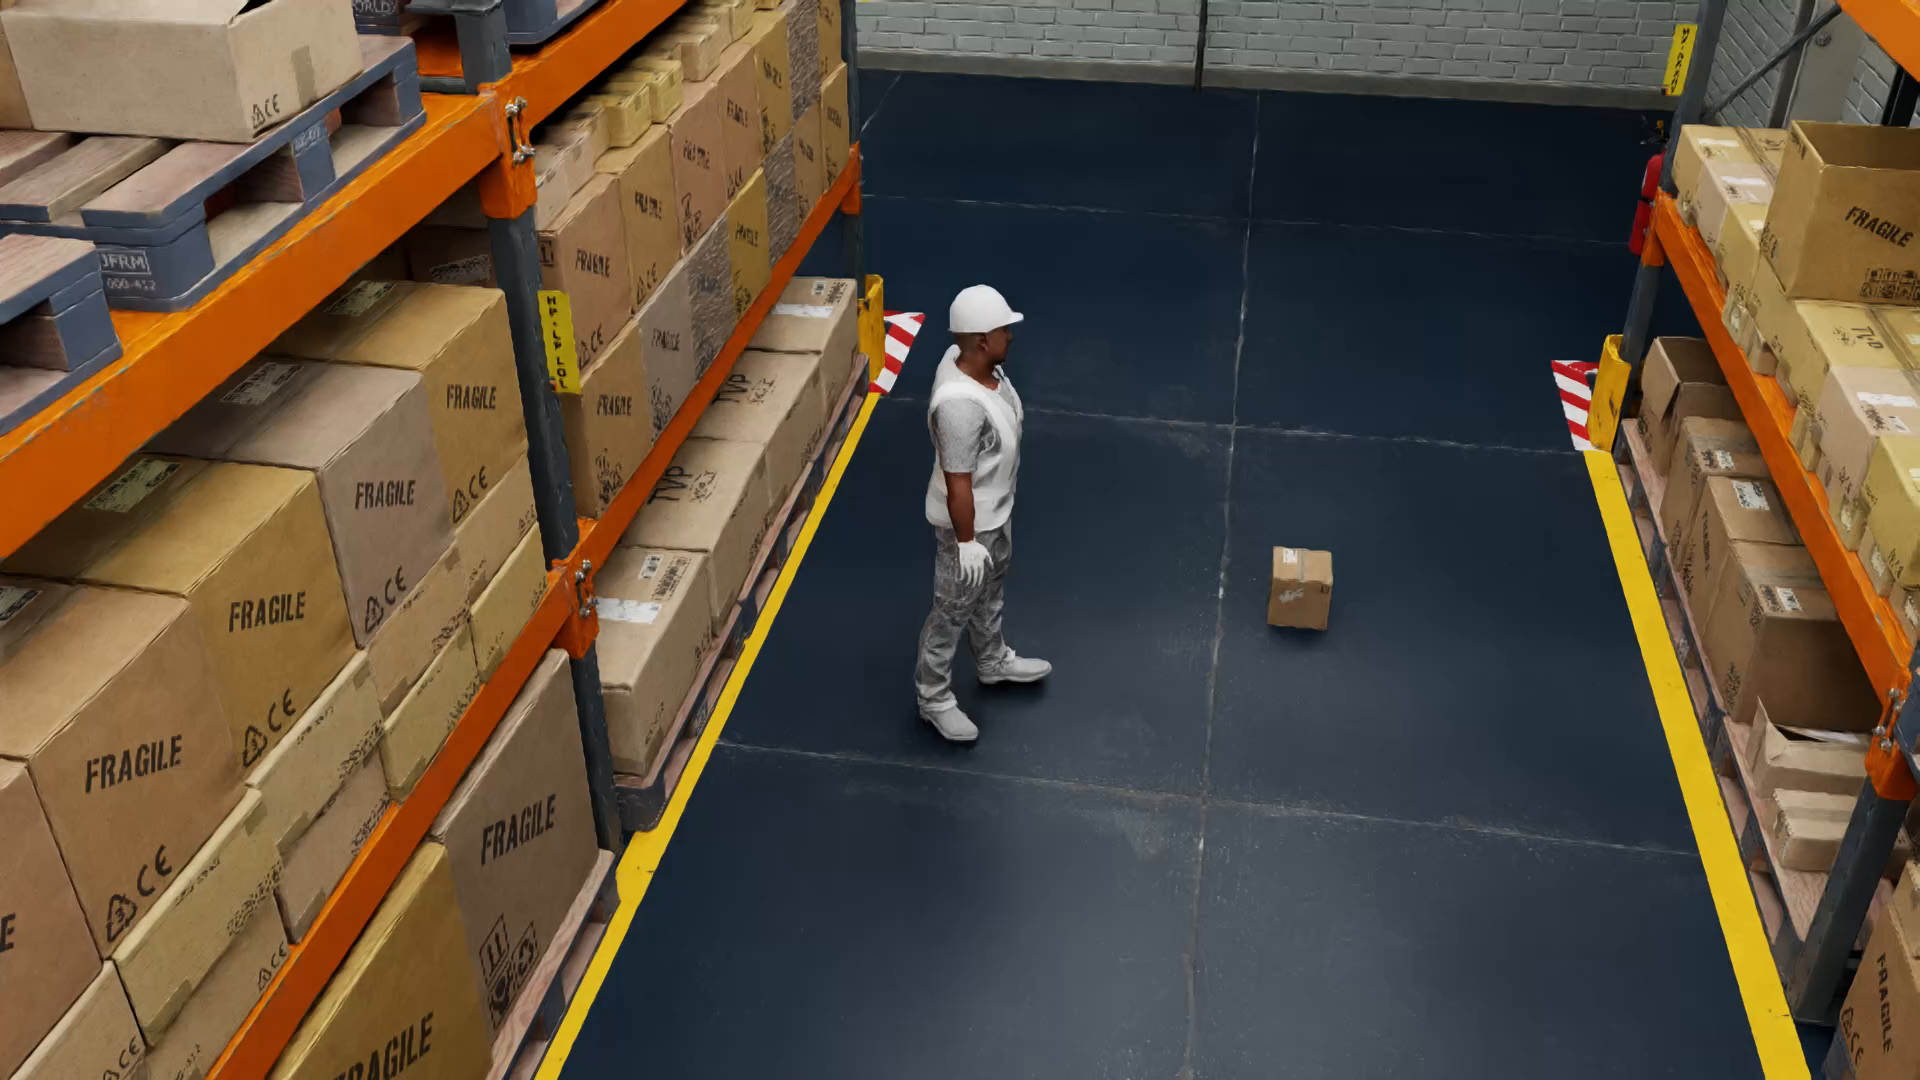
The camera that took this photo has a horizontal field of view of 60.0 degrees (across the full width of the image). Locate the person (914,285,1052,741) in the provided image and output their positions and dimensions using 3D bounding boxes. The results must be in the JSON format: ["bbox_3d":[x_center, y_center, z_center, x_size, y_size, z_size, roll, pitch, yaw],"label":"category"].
[{"bbox_3d":[0.097,-0.117,6.256,0.514,1.784,0.646,5,32,8],"label":"person"}]
